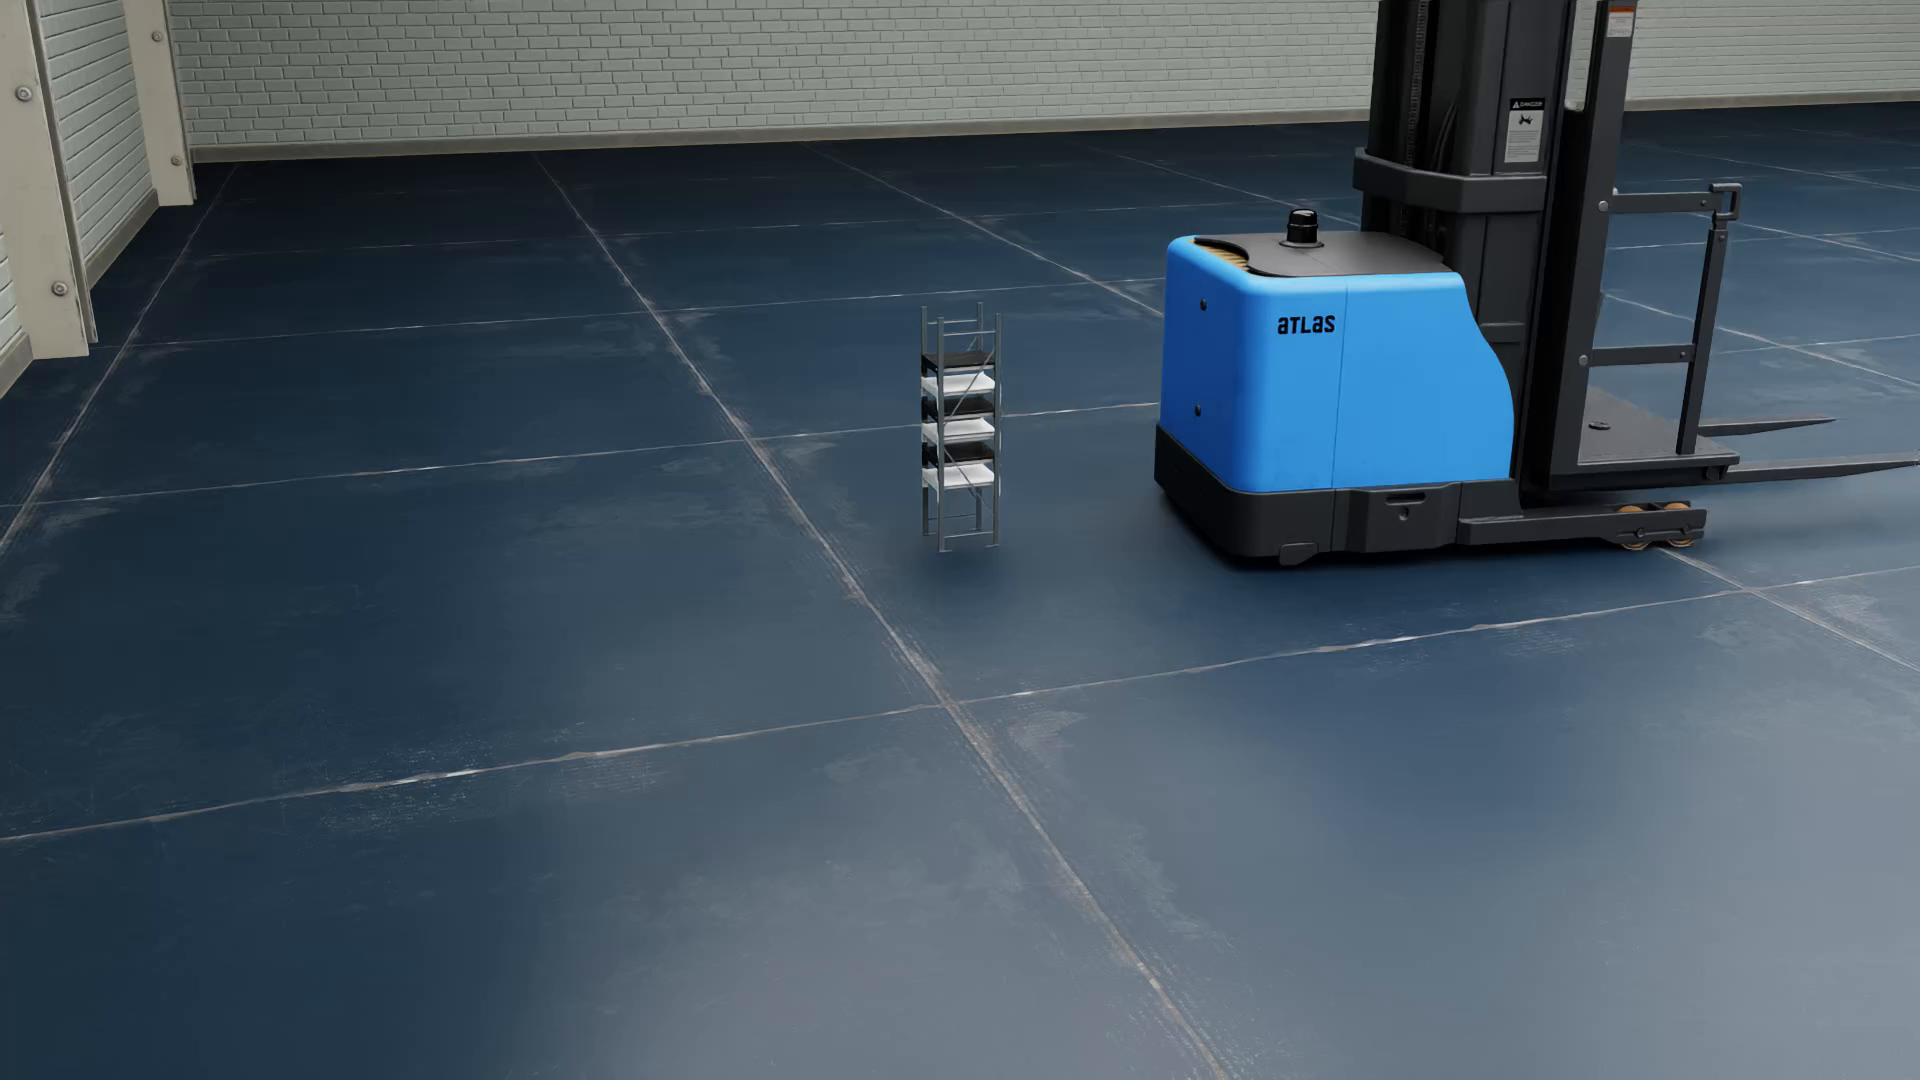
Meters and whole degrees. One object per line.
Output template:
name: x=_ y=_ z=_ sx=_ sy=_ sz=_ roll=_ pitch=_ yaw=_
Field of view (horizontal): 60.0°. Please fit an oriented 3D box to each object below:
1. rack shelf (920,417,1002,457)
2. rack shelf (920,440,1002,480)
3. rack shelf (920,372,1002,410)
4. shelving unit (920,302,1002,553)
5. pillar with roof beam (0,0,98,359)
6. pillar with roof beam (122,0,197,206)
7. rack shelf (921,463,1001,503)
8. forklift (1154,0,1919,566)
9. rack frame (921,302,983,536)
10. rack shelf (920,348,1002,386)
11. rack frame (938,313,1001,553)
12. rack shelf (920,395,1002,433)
rack shelf: x=0.003 y=-0.390 z=6.268 sx=0.258 sy=0.077 sz=0.200 roll=-6 pitch=21 yaw=-17
rack shelf: x=0.003 y=-0.305 z=6.299 sx=0.258 sy=0.077 sz=0.200 roll=-6 pitch=21 yaw=-17
rack shelf: x=0.003 y=-0.559 z=6.208 sx=0.258 sy=0.077 sz=0.200 roll=-6 pitch=21 yaw=-17
shelving unit: x=0.003 y=-0.421 z=6.257 sx=0.258 sy=0.900 sz=0.210 roll=-6 pitch=21 yaw=-17
pillar with roof beam: x=-0.989 y=-5.768 z=9.162 sx=9.100 sy=9.000 sz=0.400 roll=-6 pitch=21 yaw=-17
pillar with roof beam: x=-2.875 y=-7.693 z=14.523 sx=9.100 sy=9.000 sz=0.400 roll=-6 pitch=21 yaw=-17
rack shelf: x=0.003 y=-0.220 z=6.329 sx=0.258 sy=0.077 sz=0.200 roll=-6 pitch=21 yaw=-17
forklift: x=2.374 y=-1.511 z=6.289 sx=3.031 sy=2.935 sz=1.130 roll=-4 pitch=20 yaw=-10
rack frame: x=-0.029 y=-0.454 z=6.348 sx=0.240 sy=0.900 sz=0.006 roll=-6 pitch=21 yaw=-17
rack shelf: x=0.003 y=-0.644 z=6.177 sx=0.258 sy=0.077 sz=0.200 roll=-6 pitch=21 yaw=-17
rack frame: x=0.034 y=-0.388 z=6.166 sx=0.240 sy=0.900 sz=0.006 roll=-6 pitch=21 yaw=-17
rack shelf: x=0.003 y=-0.474 z=6.238 sx=0.258 sy=0.077 sz=0.200 roll=-6 pitch=21 yaw=-17
